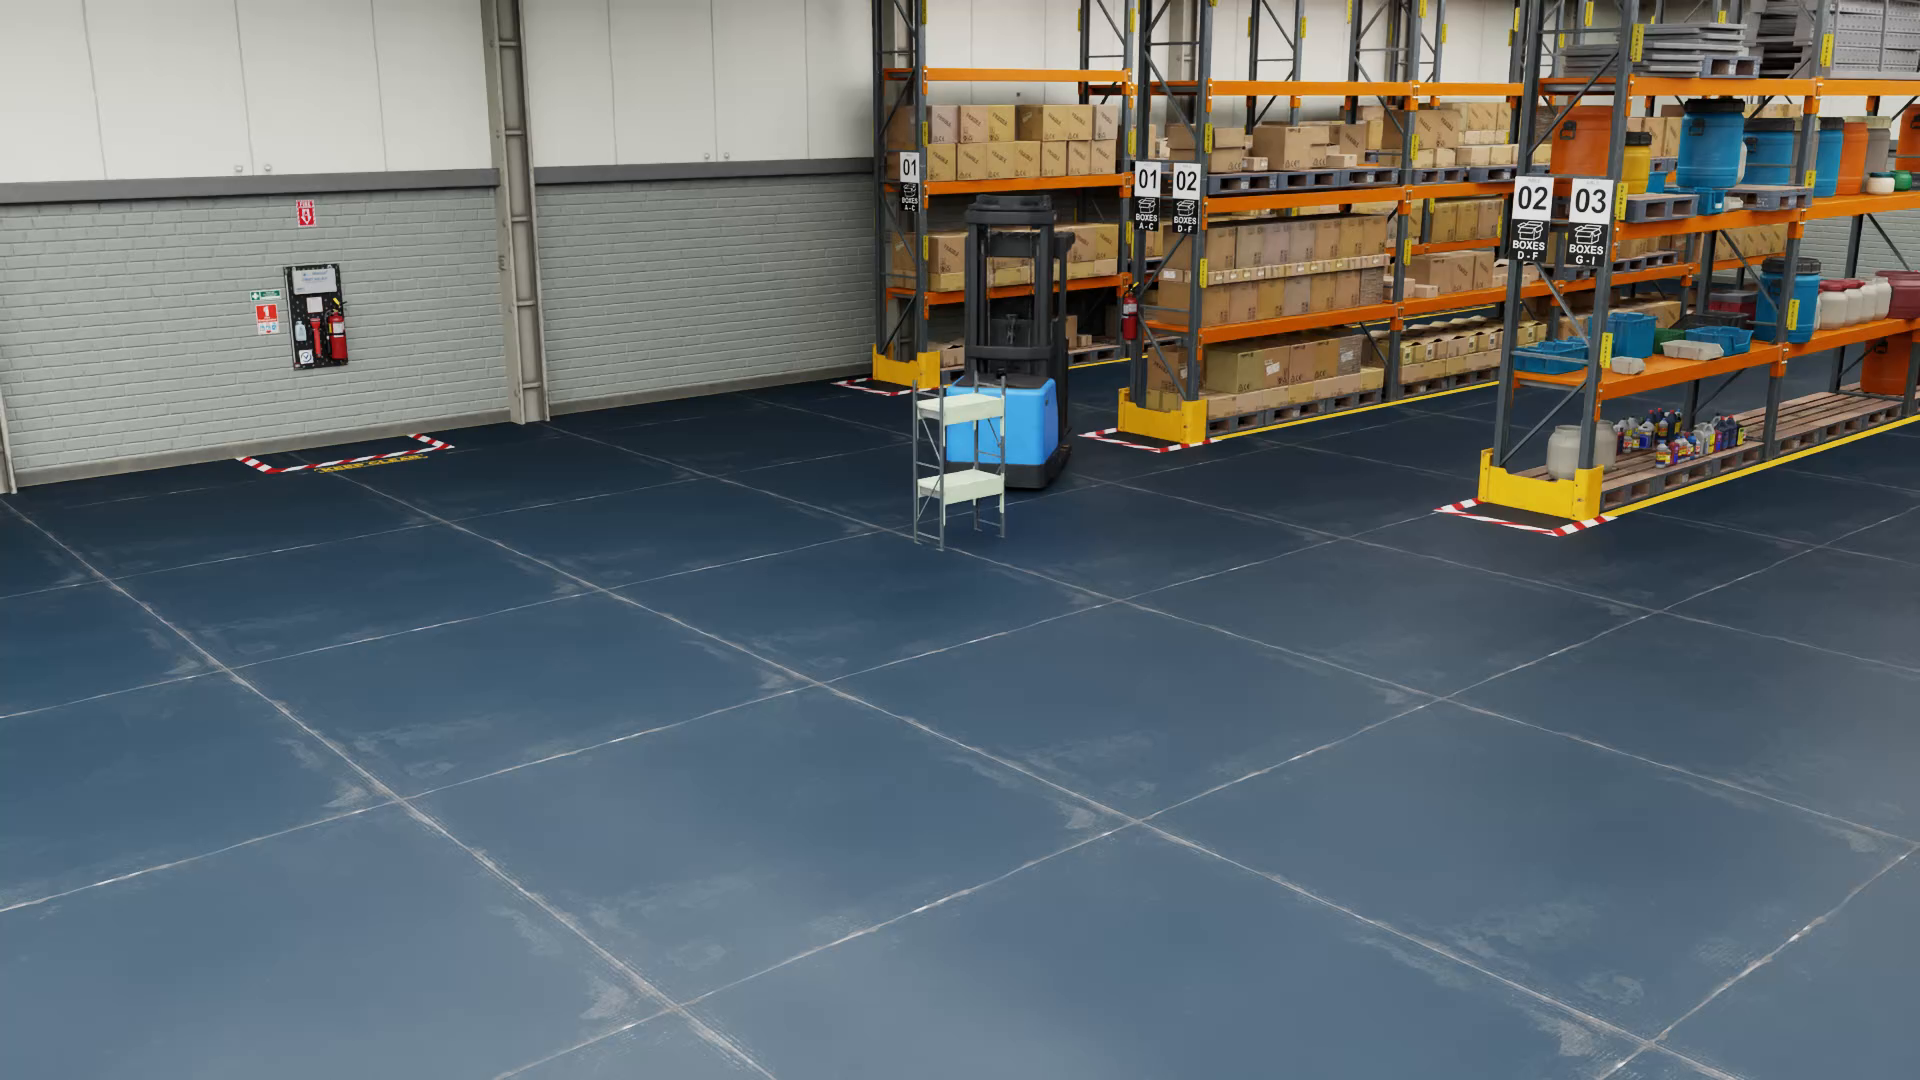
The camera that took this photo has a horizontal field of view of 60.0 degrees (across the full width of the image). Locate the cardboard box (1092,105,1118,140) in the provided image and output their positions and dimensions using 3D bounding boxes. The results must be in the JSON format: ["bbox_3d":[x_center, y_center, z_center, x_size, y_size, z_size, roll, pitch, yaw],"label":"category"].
[{"bbox_3d":[1.992,-6.205,24.684,0.500,0.500,0.500,14,20,42],"label":"cardboard box"}]

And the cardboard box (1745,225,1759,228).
[{"bbox_3d":[13.188,-5.562,28.130,0.500,0.500,0.500,-12,19,-38],"label":"cardboard box"}]

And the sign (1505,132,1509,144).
[{"bbox_3d":[8.110,-5.871,24.603,0.005,0.325,0.100,-13,19,-39],"label":"sign"}]

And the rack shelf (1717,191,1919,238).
[{"bbox_3d":[10.204,-3.864,19.485,4.000,0.370,1.077,-13,19,-39],"label":"rack shelf"}]

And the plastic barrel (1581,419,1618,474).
[{"bbox_3d":[6.502,-0.958,17.032,0.421,0.512,0.421,0,15,0],"label":"plastic barrel"}]

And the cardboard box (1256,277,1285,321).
[{"bbox_3d":[3.561,-3.009,20.507,0.500,0.500,0.700,-12,19,-39],"label":"cardboard box"}]

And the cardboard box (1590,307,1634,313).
[{"bbox_3d":[10.158,-3.356,25.991,0.500,0.500,0.500,-14,20,-41],"label":"cardboard box"}]

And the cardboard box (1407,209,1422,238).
[{"bbox_3d":[8.044,-5.782,30.274,0.500,0.500,0.500,-13,20,-40],"label":"cardboard box"}]

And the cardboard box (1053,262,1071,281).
[{"bbox_3d":[1.283,-3.979,24.586,0.500,0.250,0.500,-13,20,-40],"label":"cardboard box"}]

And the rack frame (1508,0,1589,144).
[{"bbox_3d":[8.464,-6.964,23.886,0.127,3.000,1.000,-13,19,-39],"label":"rack frame"}]

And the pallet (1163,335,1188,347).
[{"bbox_3d":[3.699,-3.345,27.364,1.213,0.211,1.003,-13,19,-39],"label":"pallet"}]

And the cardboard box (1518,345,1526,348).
[{"bbox_3d":[7.841,-2.716,24.120,0.500,0.250,0.500,-13,20,-40],"label":"cardboard box"}]

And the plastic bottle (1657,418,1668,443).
[{"bbox_3d":[7.784,-1.214,18.416,0.097,0.271,0.097,0,15,0],"label":"plastic bottle"}]

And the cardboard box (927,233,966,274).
[{"bbox_3d":[-0.268,-3.996,23.198,0.500,0.500,0.500,-13,19,-39],"label":"cardboard box"}]

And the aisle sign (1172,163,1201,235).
[{"bbox_3d":[2.581,-3.896,18.986,0.004,0.787,0.394,-13,19,-39],"label":"aisle sign"}]

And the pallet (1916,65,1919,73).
[{"bbox_3d":[12.277,-5.831,20.784,1.003,0.211,1.213,-13,19,-39],"label":"pallet"}]

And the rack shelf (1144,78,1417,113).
[{"bbox_3d":[3.938,-5.407,20.225,4.000,0.370,1.077,-13,19,-39],"label":"rack shelf"}]

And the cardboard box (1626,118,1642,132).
[{"bbox_3d":[10.049,-6.195,25.616,0.600,0.600,0.600,-14,20,-41],"label":"cardboard box"}]

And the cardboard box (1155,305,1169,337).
[{"bbox_3d":[3.093,-3.582,26.840,0.500,0.500,0.700,-13,20,-40],"label":"cardboard box"}]

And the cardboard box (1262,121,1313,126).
[{"bbox_3d":[5.531,-6.832,28.155,0.700,0.500,0.500,14,21,43],"label":"cardboard box"}]

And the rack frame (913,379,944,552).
[{"bbox_3d":[-0.281,-0.661,14.820,0.023,1.500,0.400,-13,19,-39],"label":"rack frame"}]

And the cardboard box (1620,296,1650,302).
[{"bbox_3d":[10.957,-3.714,27.333,0.500,0.500,0.500,-14,20,-42],"label":"cardboard box"}]

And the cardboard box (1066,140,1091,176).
[{"bbox_3d":[1.583,-5.643,24.517,0.500,0.500,0.500,14,20,42],"label":"cardboard box"}]

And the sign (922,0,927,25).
[{"bbox_3d":[-0.469,-6.957,21.894,0.005,0.325,0.100,-13,19,-39],"label":"sign"}]

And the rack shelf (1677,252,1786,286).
[{"bbox_3d":[12.990,-4.735,28.558,4.000,0.370,1.077,-13,19,-39],"label":"rack shelf"}]

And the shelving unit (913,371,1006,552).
[{"bbox_3d":[-0.005,-0.723,15.052,0.755,1.500,0.431,-13,19,-39],"label":"shelving unit"}]

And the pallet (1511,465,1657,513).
[{"bbox_3d":[6.321,-0.557,16.927,1.213,0.211,1.003,-13,19,-39],"label":"pallet"}]

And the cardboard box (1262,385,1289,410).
[{"bbox_3d":[3.732,-1.803,20.701,0.500,0.250,0.500,-13,19,-39],"label":"cardboard box"}]

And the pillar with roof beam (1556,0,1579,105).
[{"bbox_3d":[15.540,-9.071,31.773,0.400,9.000,9.100,-13,19,-39],"label":"pillar with roof beam"}]

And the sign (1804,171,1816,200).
[{"bbox_3d":[9.048,-3.768,17.714,0.005,0.325,0.100,-13,19,-39],"label":"sign"}]

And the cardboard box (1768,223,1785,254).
[{"bbox_3d":[13.951,-5.252,28.907,0.500,0.500,0.500,-12,19,-39],"label":"cardboard box"}]

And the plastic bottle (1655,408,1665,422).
[{"bbox_3d":[7.814,-1.300,18.586,0.185,0.351,0.144,-12,19,-38],"label":"plastic bottle"}]

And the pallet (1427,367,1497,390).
[{"bbox_3d":[6.898,-2.381,23.756,1.213,0.211,1.003,-13,19,-39],"label":"pallet"}]

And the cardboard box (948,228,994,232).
[{"bbox_3d":[0.164,-4.267,24.211,0.500,0.500,0.500,-13,20,-41],"label":"cardboard box"}]

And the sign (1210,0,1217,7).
[{"bbox_3d":[2.789,-6.028,18.263,0.005,0.325,0.100,-13,19,-39],"label":"sign"}]

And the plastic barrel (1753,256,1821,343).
[{"bbox_3d":[9.186,-2.672,18.470,0.708,0.901,0.600,-13,19,-39],"label":"plastic barrel"}]

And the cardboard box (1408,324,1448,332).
[{"bbox_3d":[6.712,-2.916,23.783,0.500,0.311,0.500,-13,20,-40],"label":"cardboard box"}]

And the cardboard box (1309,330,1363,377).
[{"bbox_3d":[4.855,-2.422,21.565,0.500,0.500,0.500,-13,19,-39],"label":"cardboard box"}]

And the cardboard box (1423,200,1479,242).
[{"bbox_3d":[9.201,-6.064,31.557,0.700,0.700,0.980,-13,20,-41],"label":"cardboard box"}]

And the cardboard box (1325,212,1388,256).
[{"bbox_3d":[5.116,-3.987,21.657,0.500,0.500,0.700,-13,19,-39],"label":"cardboard box"}]

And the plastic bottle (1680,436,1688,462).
[{"bbox_3d":[7.584,-0.962,17.473,0.097,0.271,0.097,0,15,0],"label":"plastic bottle"}]

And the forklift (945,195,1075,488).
[{"bbox_3d":[0.642,-2.279,18.103,1.130,2.935,3.031,3,15,11],"label":"forklift"}]

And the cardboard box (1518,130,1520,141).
[{"bbox_3d":[10.475,-7.749,31.918,0.500,0.250,0.500,-14,20,-41],"label":"cardboard box"}]

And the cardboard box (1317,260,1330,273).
[{"bbox_3d":[4.423,-3.448,20.894,0.250,0.149,0.380,-12,19,-38],"label":"cardboard box"}]

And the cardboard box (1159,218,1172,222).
[{"bbox_3d":[3.501,-4.904,26.749,0.500,0.500,0.700,-10,18,-32],"label":"cardboard box"}]

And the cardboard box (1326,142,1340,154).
[{"bbox_3d":[4.486,-4.940,21.206,0.500,0.311,0.500,-14,20,-42],"label":"cardboard box"}]

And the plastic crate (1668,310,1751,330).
[{"bbox_3d":[8.217,-2.330,18.279,0.504,0.338,0.767,-13,19,-39],"label":"plastic crate"}]

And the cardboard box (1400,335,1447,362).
[{"bbox_3d":[6.303,-2.639,22.746,0.500,0.311,0.500,-13,20,-40],"label":"cardboard box"}]

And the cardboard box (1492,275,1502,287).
[{"bbox_3d":[7.539,-3.718,23.843,0.250,0.149,0.380,-11,18,-35],"label":"cardboard box"}]

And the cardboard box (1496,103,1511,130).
[{"bbox_3d":[10.099,-8.026,31.500,0.500,0.500,0.500,-14,20,-42],"label":"cardboard box"}]

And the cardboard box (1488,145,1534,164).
[{"bbox_3d":[7.775,-5.466,23.564,0.500,0.250,0.500,-12,19,-38],"label":"cardboard box"}]

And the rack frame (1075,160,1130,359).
[{"bbox_3d":[2.192,-4.352,25.731,0.127,3.000,1.000,-13,19,-39],"label":"rack frame"}]

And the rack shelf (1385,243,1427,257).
[{"bbox_3d":[6.718,-5.021,29.629,4.000,0.370,1.077,-13,19,-39],"label":"rack shelf"}]

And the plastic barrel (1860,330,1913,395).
[{"bbox_3d":[12.071,-2.342,21.596,0.708,0.830,0.600,-13,19,-39],"label":"plastic barrel"}]

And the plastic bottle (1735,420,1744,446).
[{"bbox_3d":[8.549,-1.178,18.259,0.133,0.283,0.061,-11,19,-37],"label":"plastic bottle"}]

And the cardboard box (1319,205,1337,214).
[{"bbox_3d":[6.126,-5.712,28.559,0.500,0.250,0.500,-13,20,-40],"label":"cardboard box"}]

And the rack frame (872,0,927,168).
[{"bbox_3d":[-0.825,-6.573,22.420,0.127,3.000,1.000,-13,19,-39],"label":"rack frame"}]
